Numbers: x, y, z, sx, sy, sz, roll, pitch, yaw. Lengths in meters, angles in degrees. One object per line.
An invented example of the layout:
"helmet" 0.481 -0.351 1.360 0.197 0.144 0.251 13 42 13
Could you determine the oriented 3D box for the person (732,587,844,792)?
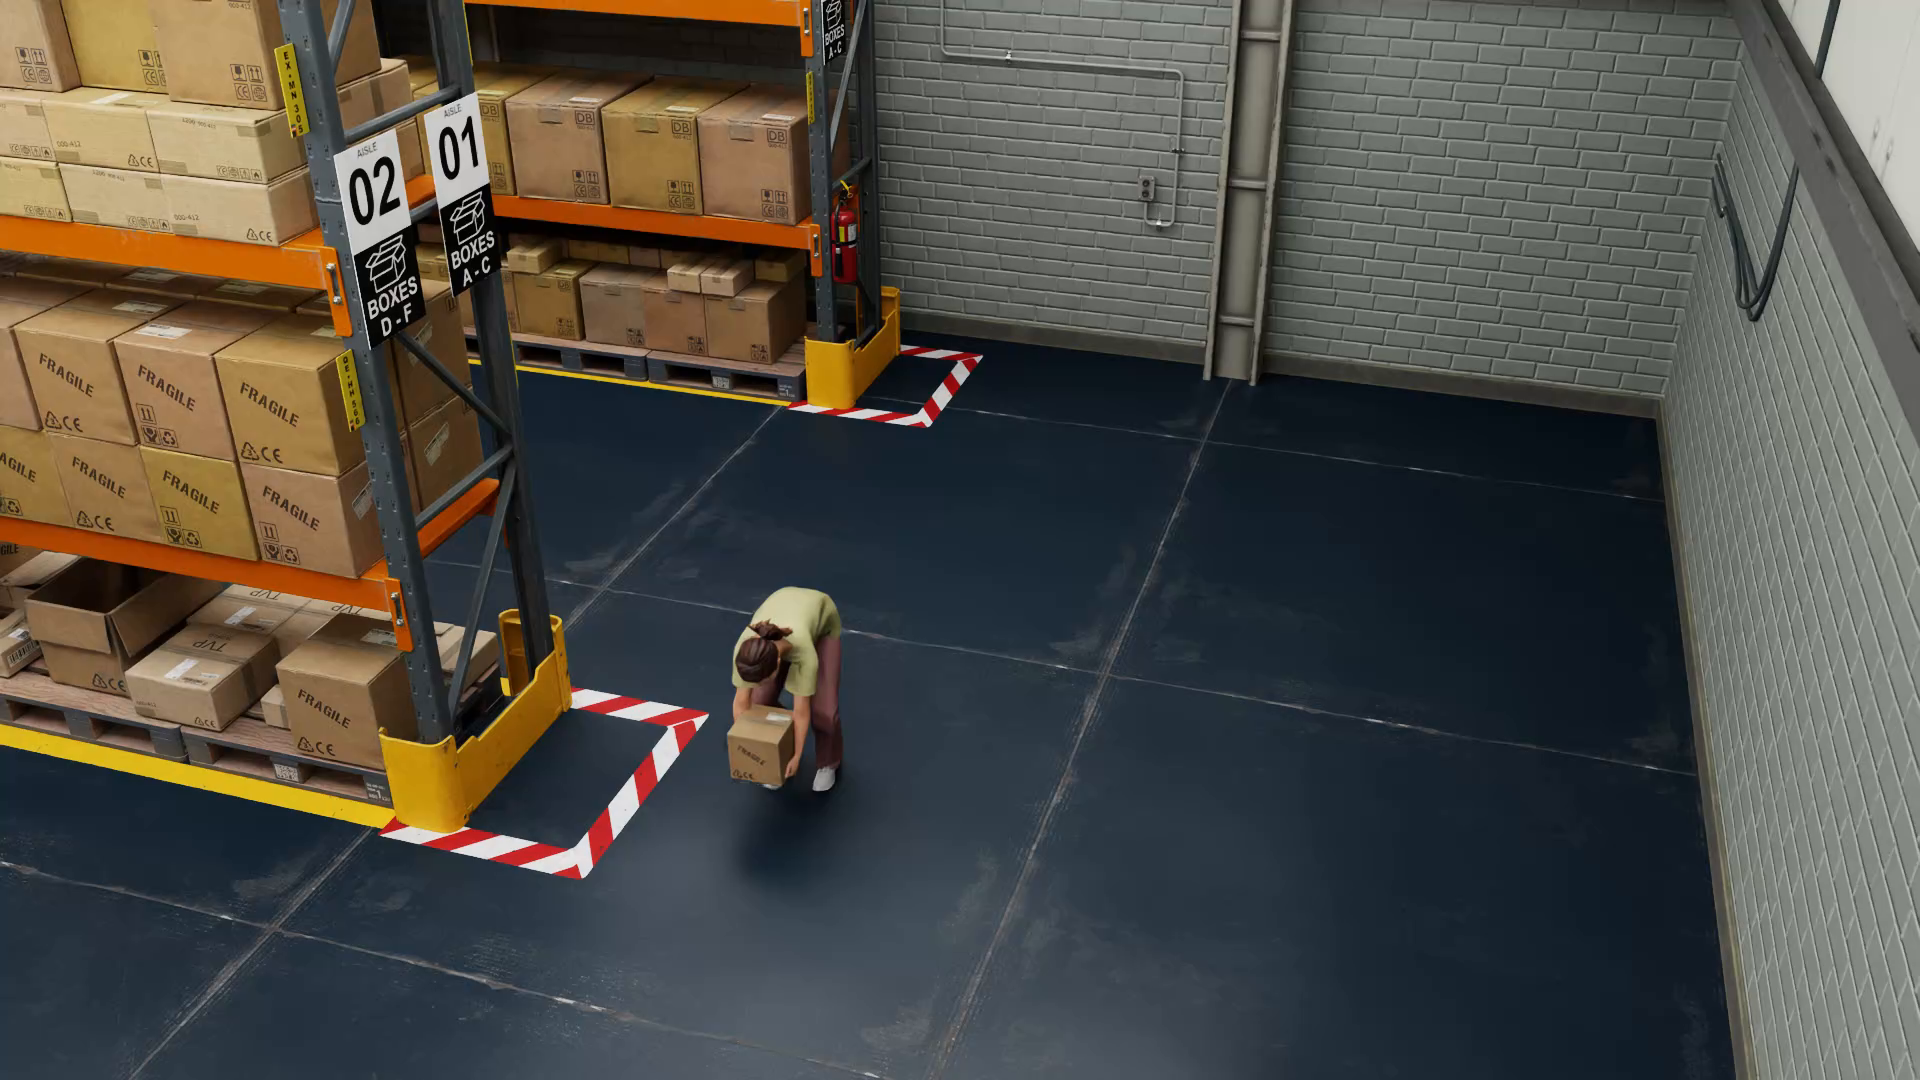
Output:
"person" -0.806 0.746 7.759 0.448 1.104 0.860 7 30 13
